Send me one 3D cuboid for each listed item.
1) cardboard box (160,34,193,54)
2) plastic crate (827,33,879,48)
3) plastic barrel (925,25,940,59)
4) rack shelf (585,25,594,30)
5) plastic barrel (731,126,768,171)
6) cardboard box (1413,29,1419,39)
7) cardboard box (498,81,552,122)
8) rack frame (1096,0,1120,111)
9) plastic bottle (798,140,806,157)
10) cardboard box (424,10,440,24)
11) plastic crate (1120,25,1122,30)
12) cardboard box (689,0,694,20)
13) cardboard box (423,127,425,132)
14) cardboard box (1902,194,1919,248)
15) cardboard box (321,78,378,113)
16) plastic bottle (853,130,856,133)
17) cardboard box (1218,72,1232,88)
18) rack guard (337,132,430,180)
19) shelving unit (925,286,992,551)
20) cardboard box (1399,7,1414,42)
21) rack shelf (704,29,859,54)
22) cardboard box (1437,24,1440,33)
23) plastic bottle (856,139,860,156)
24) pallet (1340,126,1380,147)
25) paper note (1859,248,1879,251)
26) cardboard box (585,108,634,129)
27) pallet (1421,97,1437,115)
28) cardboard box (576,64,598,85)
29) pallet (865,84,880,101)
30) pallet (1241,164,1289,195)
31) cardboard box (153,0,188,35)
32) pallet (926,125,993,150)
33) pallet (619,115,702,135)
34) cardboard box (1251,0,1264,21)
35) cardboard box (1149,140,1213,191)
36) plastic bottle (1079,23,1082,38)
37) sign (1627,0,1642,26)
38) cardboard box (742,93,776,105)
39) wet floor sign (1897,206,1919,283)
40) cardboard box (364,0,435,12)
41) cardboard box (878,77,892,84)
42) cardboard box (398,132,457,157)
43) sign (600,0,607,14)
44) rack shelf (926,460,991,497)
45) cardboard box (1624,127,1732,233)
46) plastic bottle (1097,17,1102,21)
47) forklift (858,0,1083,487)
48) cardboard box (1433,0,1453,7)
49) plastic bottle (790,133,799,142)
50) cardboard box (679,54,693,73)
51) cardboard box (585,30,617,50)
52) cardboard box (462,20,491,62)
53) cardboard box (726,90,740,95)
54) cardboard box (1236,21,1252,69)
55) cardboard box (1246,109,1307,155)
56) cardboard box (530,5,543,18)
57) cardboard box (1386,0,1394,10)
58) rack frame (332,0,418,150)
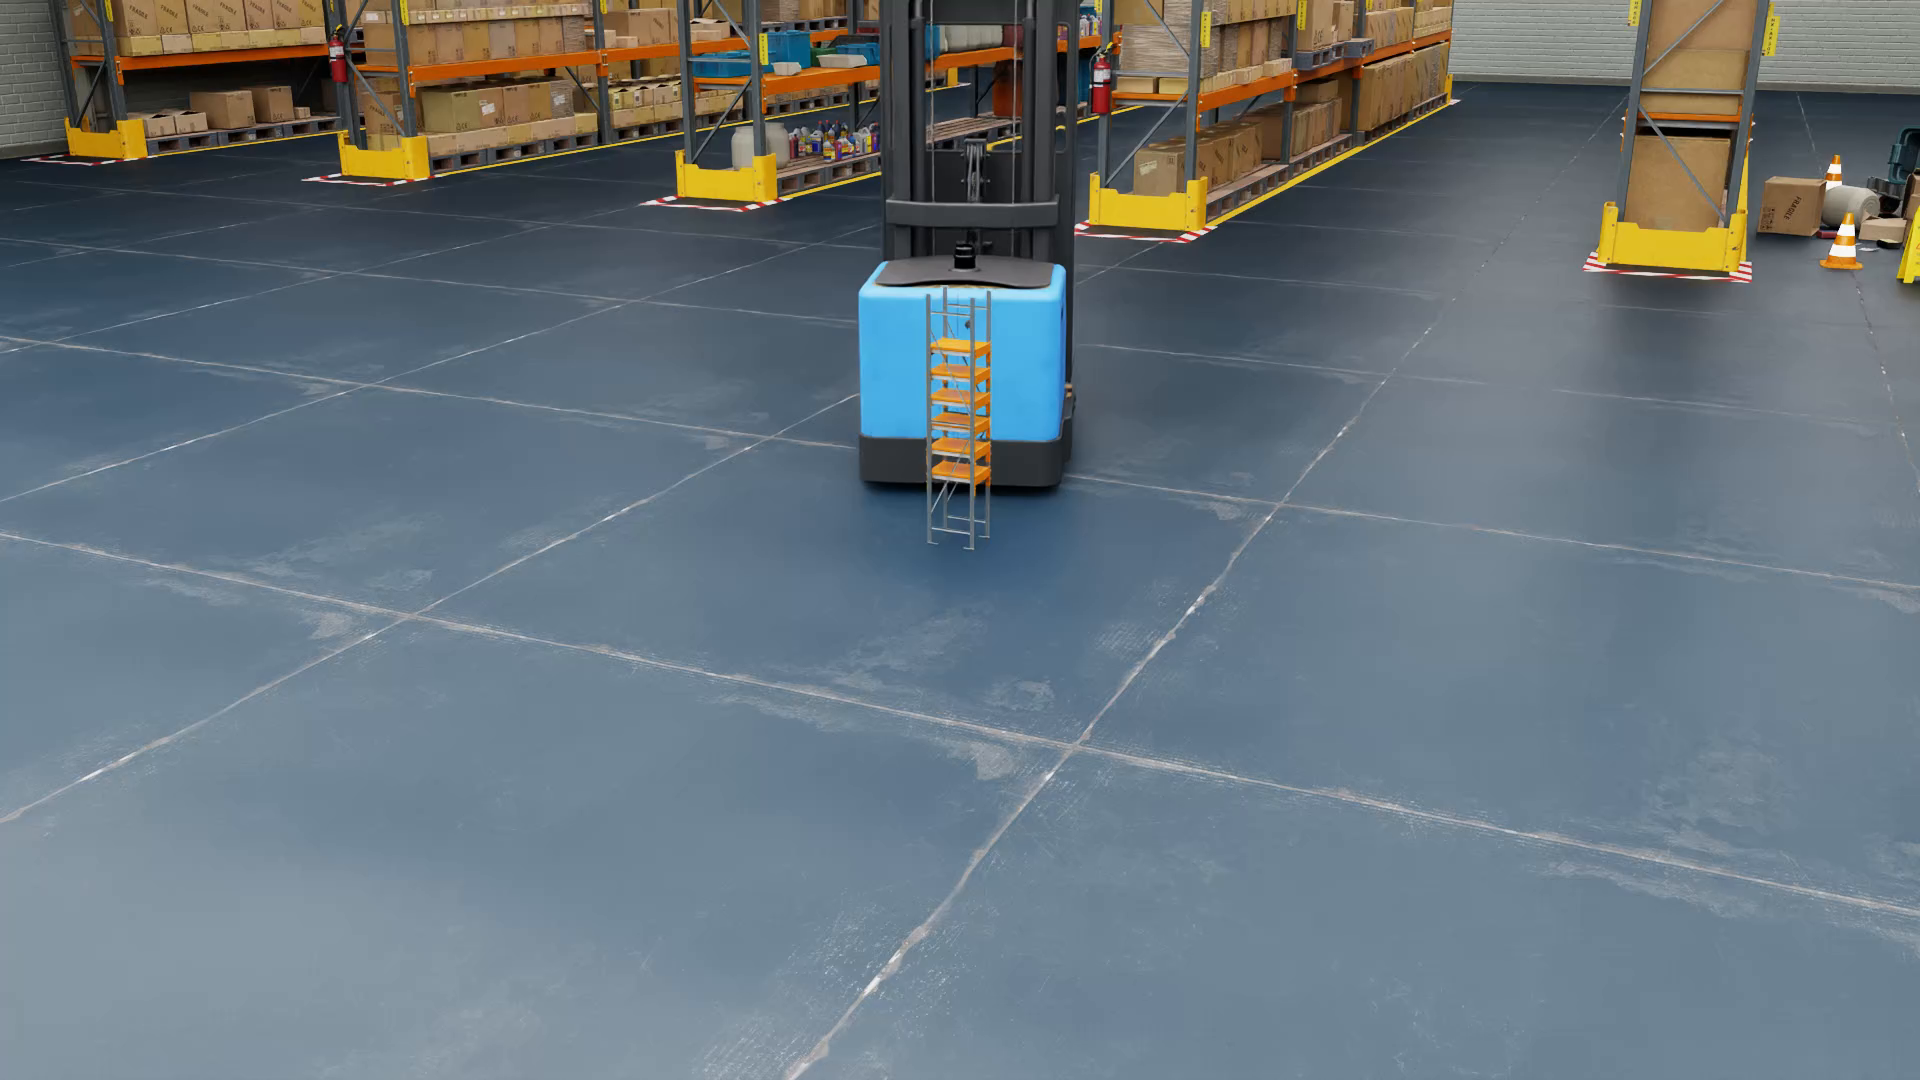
[{"bbox_3d":[-10.989,-6.855,22.961,0.500,0.250,0.500,8,21,21],"label":"cardboard box"},{"bbox_3d":[-1.332,-6.341,21.416,0.767,0.338,0.504,9,21,23],"label":"plastic crate"},{"bbox_3d":[-0.567,-6.826,21.938,0.600,0.901,0.708,9,21,23],"label":"plastic barrel"},{"bbox_3d":[-7.583,-9.368,30.907,1.077,0.370,4.000,9,21,23],"label":"rack shelf"},{"bbox_3d":[-2.440,-4.528,19.310,0.421,0.512,0.421,0,20,0],"label":"plastic barrel"},{"bbox_3d":[7.218,-8.206,26.940,0.380,0.149,0.250,9,21,23],"label":"cardboard box"},{"bbox_3d":[-5.926,-5.973,22.646,0.500,0.500,0.500,9,21,23],"label":"cardboard box"},{"bbox_3d":[2.274,-8.959,28.683,1.000,3.000,0.127,9,21,23],"label":"rack frame"},{"bbox_3d":[-1.981,-4.905,20.805,0.097,0.201,0.097,0,20,0],"label":"plastic bottle"},{"bbox_3d":[-6.694,-6.496,20.639,0.380,0.149,0.250,8,21,21],"label":"cardboard box"},{"bbox_3d":[2.869,-9.256,29.333,0.402,0.464,0.583,9,21,23],"label":"plastic crate"},{"bbox_3d":[-5.934,-11.069,34.170,0.980,0.700,0.700,7,21,20],"label":"cardboard box"},{"bbox_3d":[-7.013,-5.233,21.682,0.500,0.250,0.500,9,21,23],"label":"cardboard box"},{"bbox_3d":[9.330,-2.959,15.539,0.797,0.503,0.637,-5,20,-15],"label":"cardboard box"},{"bbox_3d":[-9.754,-7.129,26.613,0.700,0.500,0.500,9,22,25],"label":"cardboard box"},{"bbox_3d":[-1.317,-5.053,21.098,0.061,0.283,0.133,9,21,23],"label":"plastic bottle"},{"bbox_3d":[2.642,-4.850,17.504,0.380,0.149,0.250,9,21,23],"label":"cardboard box"},{"bbox_3d":[-7.167,-4.786,20.681,1.175,0.500,0.348,9,21,23],"label":"rack guard"},{"bbox_3d":[-0.006,-0.561,7.755,0.258,1.200,0.189,9,21,23],"label":"shelving unit"},{"bbox_3d":[6.851,-8.146,26.248,0.500,0.500,0.500,9,21,23],"label":"cardboard box"},{"bbox_3d":[-3.062,-8.689,28.999,1.077,0.370,4.000,9,21,23],"label":"rack shelf"},{"bbox_3d":[8.063,-8.838,28.718,0.380,0.149,0.250,9,21,23],"label":"cardboard box"},{"bbox_3d":[-1.307,-4.919,20.844,0.097,0.201,0.097,0,20,0],"label":"plastic bottle"},{"bbox_3d":[5.547,-5.973,24.450,1.003,0.211,1.213,9,21,23],"label":"pallet"},{"bbox_3d":[8.537,-2.733,15.612,0.144,0.017,0.142,18,26,41],"label":"paper note"},{"bbox_3d":[-5.128,-6.186,24.362,0.500,0.250,0.500,8,21,21],"label":"cardboard box"},{"bbox_3d":[7.674,-7.561,28.915,1.003,0.211,1.213,9,21,23],"label":"pallet"},{"bbox_3d":[-7.273,-9.015,31.421,0.750,0.750,0.750,9,22,24],"label":"cardboard box"},{"bbox_3d":[-1.961,-8.535,31.655,1.003,0.211,1.213,9,21,23],"label":"pallet"},{"bbox_3d":[3.274,-4.310,19.772,1.003,0.211,1.213,9,21,23],"label":"pallet"},{"bbox_3d":[-10.997,-7.196,22.802,0.500,0.500,0.500,9,21,23],"label":"cardboard box"},{"bbox_3d":[-0.217,-5.819,24.016,1.003,0.211,1.213,9,21,23],"label":"pallet"},{"bbox_3d":[-4.755,-6.485,25.889,1.003,0.211,1.213,9,21,23],"label":"pallet"},{"bbox_3d":[2.967,-5.859,17.880,0.500,0.500,0.500,9,21,23],"label":"cardboard box"},{"bbox_3d":[2.364,-4.007,17.863,0.500,0.500,0.500,15,25,37],"label":"cardboard box"},{"bbox_3d":[1.902,-8.358,27.178,0.152,0.276,0.135,9,21,23],"label":"plastic bottle"},{"bbox_3d":[5.873,-4.635,14.444,0.100,0.325,0.005,9,21,23],"label":"sign"},{"bbox_3d":[-3.434,-7.546,27.785,0.500,0.500,0.500,10,22,25],"label":"cardboard box"},{"bbox_3d":[8.157,-2.510,14.063,0.267,0.644,0.232,5,20,13],"label":"wet floor sign"},{"bbox_3d":[-6.932,-6.787,20.490,0.700,0.500,0.500,9,21,23],"label":"cardboard box"},{"bbox_3d":[-1.529,-8.876,32.023,0.380,0.166,0.250,9,21,23],"label":"cardboard box"},{"bbox_3d":[-6.734,-5.007,21.048,0.500,0.250,0.500,9,21,23],"label":"cardboard box"},{"bbox_3d":[-5.012,-7.564,23.350,0.100,0.325,0.005,9,21,23],"label":"sign"},{"bbox_3d":[-0.006,-0.293,7.851,0.258,0.103,0.180,9,21,23],"label":"rack shelf"},{"bbox_3d":[6.580,-3.313,15.351,0.875,0.875,0.875,9,21,23],"label":"cardboard box"},{"bbox_3d":[2.408,-8.736,28.241,0.152,0.276,0.135,9,21,23],"label":"plastic bottle"},{"bbox_3d":[0.127,-2.105,9.513,1.130,2.935,3.031,2,20,5],"label":"forklift"},{"bbox_3d":[8.471,-9.740,29.540,0.500,0.500,0.500,9,21,23],"label":"cardboard box"},{"bbox_3d":[-2.102,-4.952,20.824,0.152,0.276,0.135,8,21,21],"label":"plastic bottle"},{"bbox_3d":[-5.943,-9.863,34.328,0.700,0.500,0.500,9,22,24],"label":"cardboard box"},{"bbox_3d":[-5.357,-7.280,24.186,0.500,0.250,0.500,10,22,26],"label":"cardboard box"},{"bbox_3d":[-6.535,-6.472,21.540,0.700,0.500,0.500,9,21,23],"label":"cardboard box"},{"bbox_3d":[-3.871,-7.389,26.910,0.500,0.311,0.500,9,22,24],"label":"cardboard box"},{"bbox_3d":[2.684,-5.430,18.167,0.875,0.500,0.500,9,21,23],"label":"cardboard box"},{"bbox_3d":[4.001,-5.191,21.163,0.700,0.500,0.500,8,21,22],"label":"cardboard box"},{"bbox_3d":[-5.853,-7.123,22.405,0.380,0.149,0.250,8,21,22],"label":"cardboard box"},{"bbox_3d":[6.247,-8.394,25.450,0.797,0.503,0.637,9,21,23],"label":"cardboard box"},{"bbox_3d":[-7.157,-5.971,20.283,1.000,3.000,0.127,9,21,23],"label":"rack frame"}]
